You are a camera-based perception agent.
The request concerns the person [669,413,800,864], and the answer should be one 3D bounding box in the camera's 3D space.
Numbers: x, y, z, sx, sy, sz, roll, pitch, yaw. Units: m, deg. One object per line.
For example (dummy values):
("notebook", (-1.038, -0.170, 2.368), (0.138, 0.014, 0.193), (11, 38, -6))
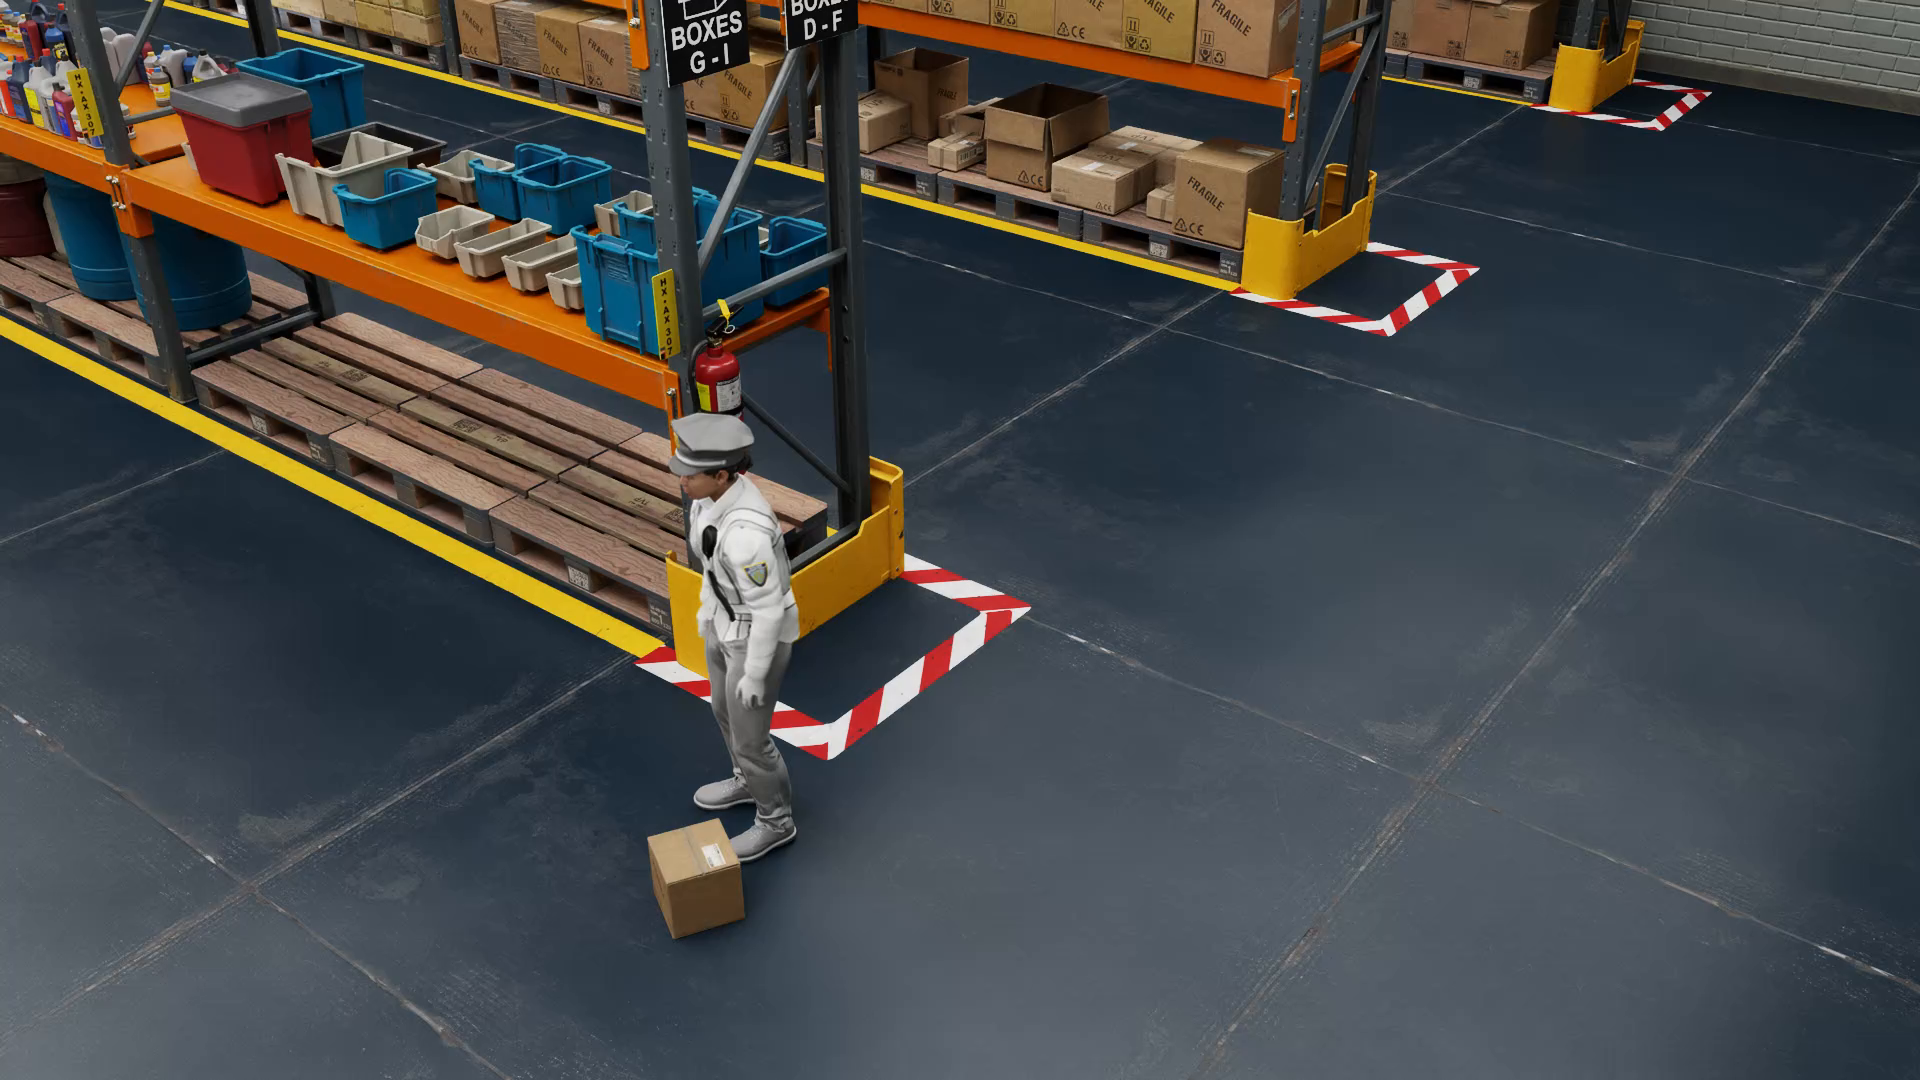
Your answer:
("person", (-0.736, 0.331, 5.576), (0.369, 1.667, 0.546), (-13, 34, -21))
